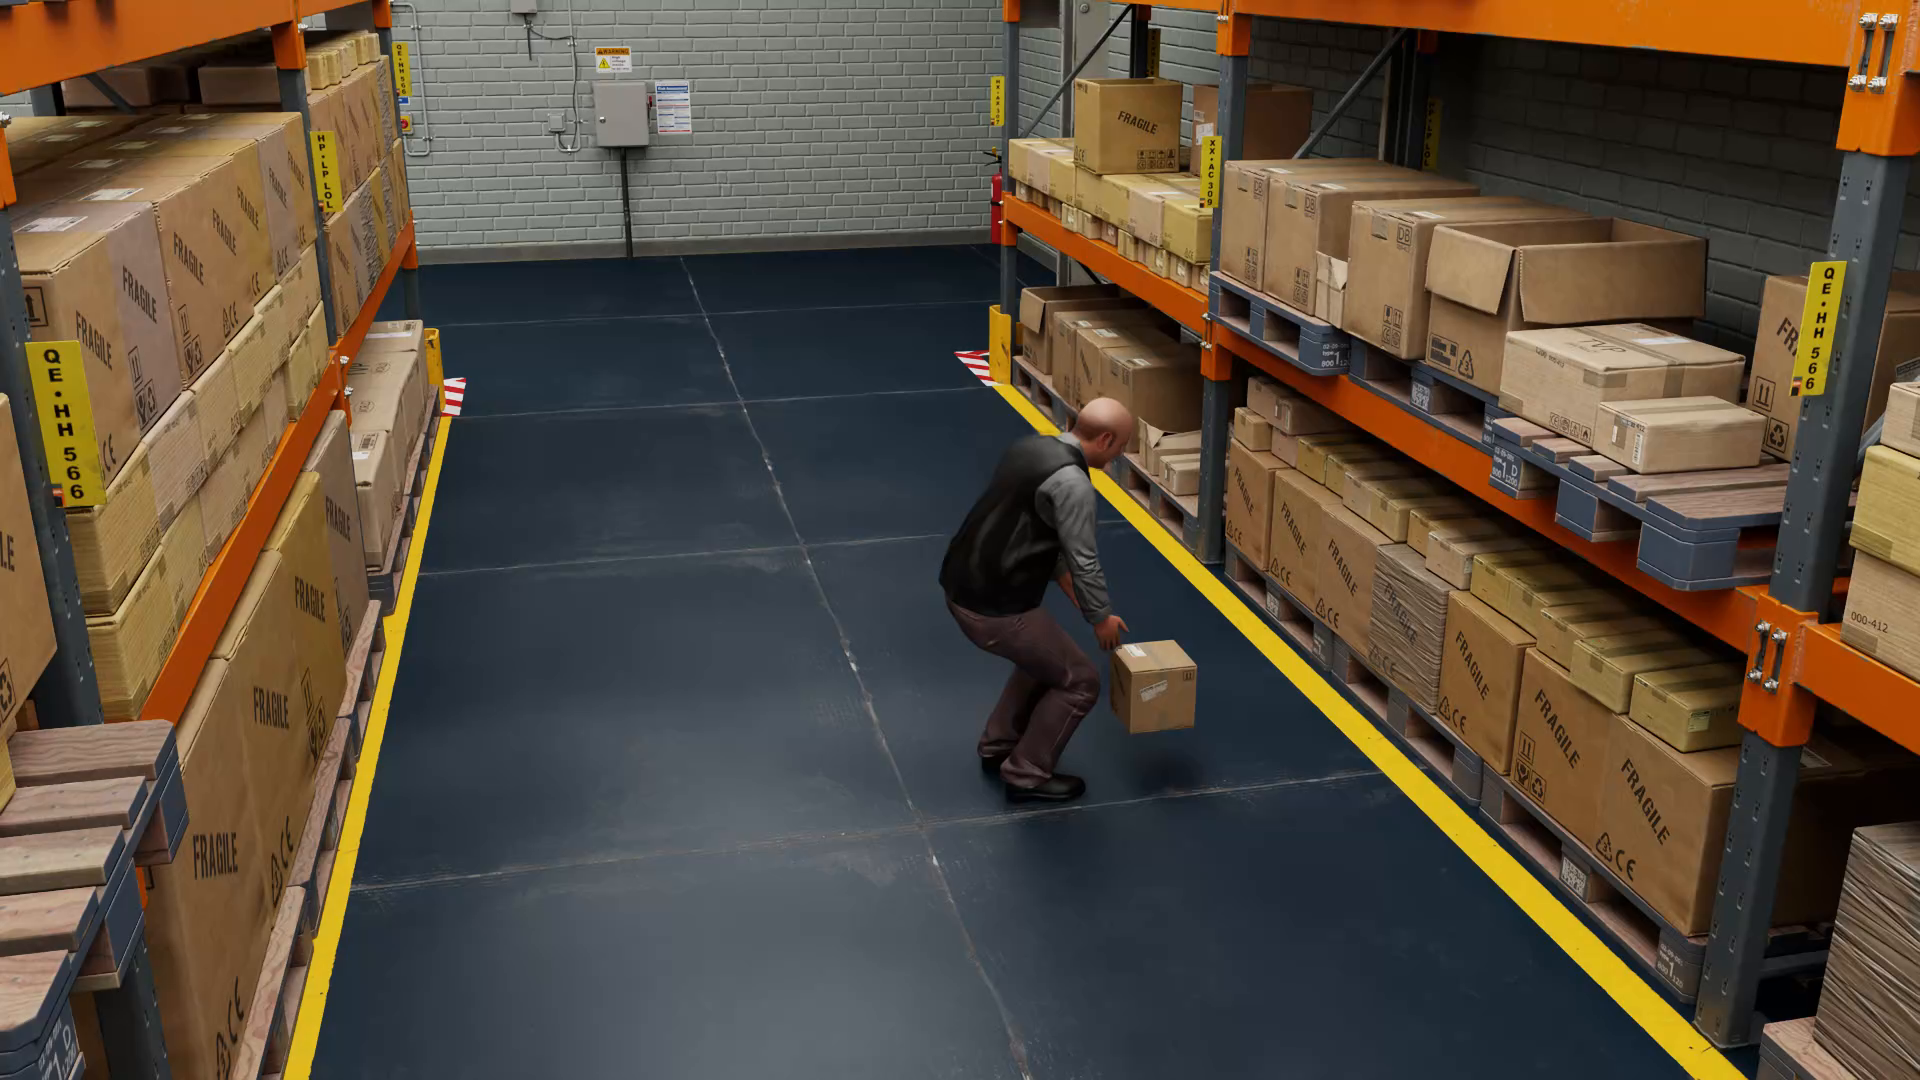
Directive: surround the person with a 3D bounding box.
[{"bbox_3d":[0.271,0.263,6.003,0.689,1.303,0.591,-4,20,-12],"label":"person"}]
